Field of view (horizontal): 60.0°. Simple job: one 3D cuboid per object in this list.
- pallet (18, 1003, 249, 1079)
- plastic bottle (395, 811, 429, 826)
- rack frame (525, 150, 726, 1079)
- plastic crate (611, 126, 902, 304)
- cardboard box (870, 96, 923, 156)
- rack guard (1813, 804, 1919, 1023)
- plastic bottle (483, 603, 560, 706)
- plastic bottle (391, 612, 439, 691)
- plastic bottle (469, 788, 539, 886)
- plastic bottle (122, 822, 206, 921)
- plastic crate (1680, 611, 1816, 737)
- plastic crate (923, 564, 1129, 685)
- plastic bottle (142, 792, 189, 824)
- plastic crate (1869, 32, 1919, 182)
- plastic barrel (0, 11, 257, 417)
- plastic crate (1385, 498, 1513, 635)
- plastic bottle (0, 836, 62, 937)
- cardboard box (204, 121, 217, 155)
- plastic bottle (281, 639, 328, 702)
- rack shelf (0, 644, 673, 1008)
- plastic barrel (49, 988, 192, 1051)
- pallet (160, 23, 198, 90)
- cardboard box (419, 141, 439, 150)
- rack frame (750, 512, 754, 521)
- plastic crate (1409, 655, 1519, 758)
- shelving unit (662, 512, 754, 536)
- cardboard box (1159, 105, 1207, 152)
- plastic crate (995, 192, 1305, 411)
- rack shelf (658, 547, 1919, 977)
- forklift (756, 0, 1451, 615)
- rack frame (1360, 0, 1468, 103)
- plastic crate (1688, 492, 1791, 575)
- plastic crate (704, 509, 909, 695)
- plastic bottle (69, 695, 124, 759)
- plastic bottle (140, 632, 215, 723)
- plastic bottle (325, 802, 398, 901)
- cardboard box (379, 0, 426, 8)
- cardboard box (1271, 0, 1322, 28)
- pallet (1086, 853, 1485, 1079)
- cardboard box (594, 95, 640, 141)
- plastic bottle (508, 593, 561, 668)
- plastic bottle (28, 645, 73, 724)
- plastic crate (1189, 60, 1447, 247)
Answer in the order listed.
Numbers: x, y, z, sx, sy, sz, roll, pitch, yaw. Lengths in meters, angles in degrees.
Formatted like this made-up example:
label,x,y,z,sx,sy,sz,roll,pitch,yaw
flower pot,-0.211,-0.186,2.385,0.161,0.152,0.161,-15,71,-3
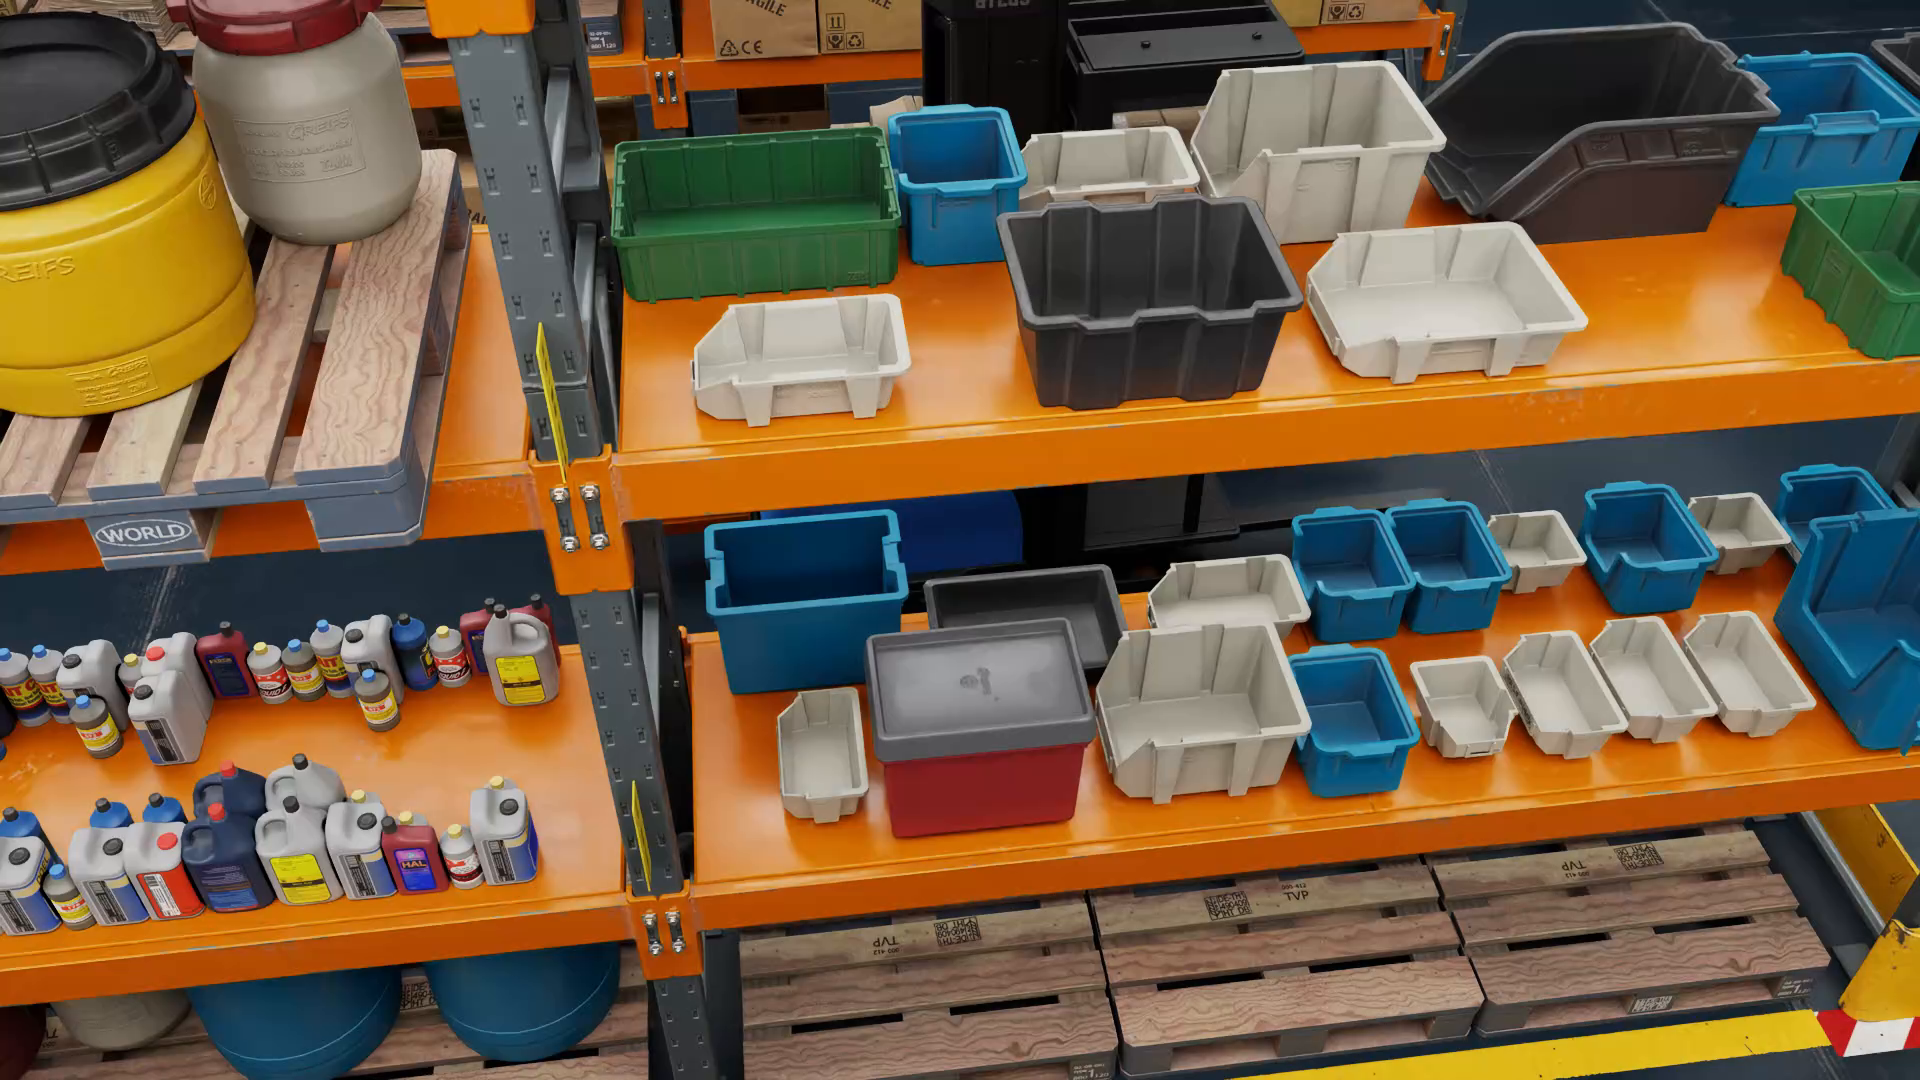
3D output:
label,x,y,z,sx,sy,sz,roll,pitch,yaw
pallet,-2.854,1.668,5.458,1.213,0.211,1.003,-5,42,-6
plastic bottle,-1.472,0.807,4.479,0.097,0.201,0.097,0,42,0
rack frame,-0.871,0.485,4.688,0.127,3.000,1.000,-5,42,-6
plastic crate,-0.490,-0.787,4.017,0.662,0.188,0.450,-5,42,-6
cardboard box,-0.238,-2.273,9.424,0.500,0.311,0.500,-5,42,-6
rack guard,3.117,1.055,5.922,0.348,0.500,1.175,-5,42,-6
plastic bottle,-1.302,0.322,4.905,0.185,0.351,0.144,-5,42,-6
plastic bottle,-1.631,0.324,4.963,0.097,0.271,0.097,0,42,0
plastic bottle,-1.220,0.780,4.453,0.135,0.276,0.152,-5,42,-6
plastic bottle,-2.082,0.856,4.370,0.135,0.276,0.152,-5,42,-6
plastic crate,2.310,0.405,4.929,0.243,0.136,0.396,-5,42,-6
plastic crate,0.204,0.289,5.065,0.590,0.125,0.437,-5,42,-6
plastic bottle,-2.117,0.776,4.461,0.097,0.271,0.097,0,42,0
plastic crate,2.677,-1.079,4.280,0.590,0.269,0.497,-5,42,-6
plastic barrel,-1.750,-0.640,3.242,0.600,0.588,0.600,0,42,0
plastic crate,1.502,0.095,5.201,0.300,0.233,0.416,-5,42,-6
plastic bottle,-2.446,0.888,4.334,0.135,0.276,0.152,-5,42,-6
cardboard box,-4.066,-1.974,8.952,0.500,0.500,0.500,-6,42,-7
plastic bottle,-1.958,0.378,4.955,0.097,0.201,0.097,0,42,0
rack shelf,-2.854,0.926,4.736,4.000,0.370,1.077,-5,42,-6
plastic barrel,-2.687,1.340,5.284,0.421,0.512,0.421,0,42,0
pallet,-3.548,-2.558,8.205,1.213,0.211,1.003,-5,42,-6
cardboard box,-2.950,-1.726,8.677,0.500,0.500,0.500,-5,42,-5
rack frame,-0.895,-0.335,6.941,0.015,1.200,0.240,-6,42,-7
plastic crate,1.456,0.499,4.825,0.250,0.136,0.298,-5,42,-6
shelving unit,-1.136,-0.308,6.911,0.503,1.200,0.258,-6,42,-7
cardboard box,1.385,-2.392,9.602,0.500,0.250,0.500,-5,42,-6
plastic crate,0.396,-0.506,3.645,0.590,0.269,0.497,-5,42,-6
rack shelf,1.112,0.579,5.121,4.000,0.370,1.077,-5,42,-6
forklift,0.620,-1.158,6.561,3.031,2.935,1.130,-6,42,-7
rack frame,2.456,-3.152,8.720,0.127,3.000,1.000,-5,42,-6
plastic crate,2.479,-0.011,5.390,0.298,0.136,0.250,-5,42,-6
plastic crate,-0.453,0.202,4.969,0.575,0.384,0.392,-5,42,-6
plastic bottle,-2.493,0.528,4.789,0.097,0.201,0.097,0,42,0
plastic bottle,-2.298,0.399,4.876,0.135,0.276,0.152,-5,42,-6
plastic bottle,-1.582,0.812,4.418,0.135,0.276,0.152,-5,42,-6
cardboard box,-2.682,-3.003,8.167,0.500,0.500,0.700,1,42,1
cardboard box,1.534,-2.922,8.391,0.500,0.500,0.500,-5,42,-5
pallet,1.065,1.323,5.841,1.213,0.211,1.003,-5,42,-6
cardboard box,-2.021,-2.160,9.158,0.500,0.500,0.500,-7,42,-7
plastic bottle,-1.290,0.277,5.006,0.133,0.283,0.061,-5,42,-6
plastic bottle,-2.646,0.413,4.864,0.097,0.271,0.097,0,42,0
plastic crate,0.857,-0.945,4.122,0.530,0.282,0.437,-5,42,-6
